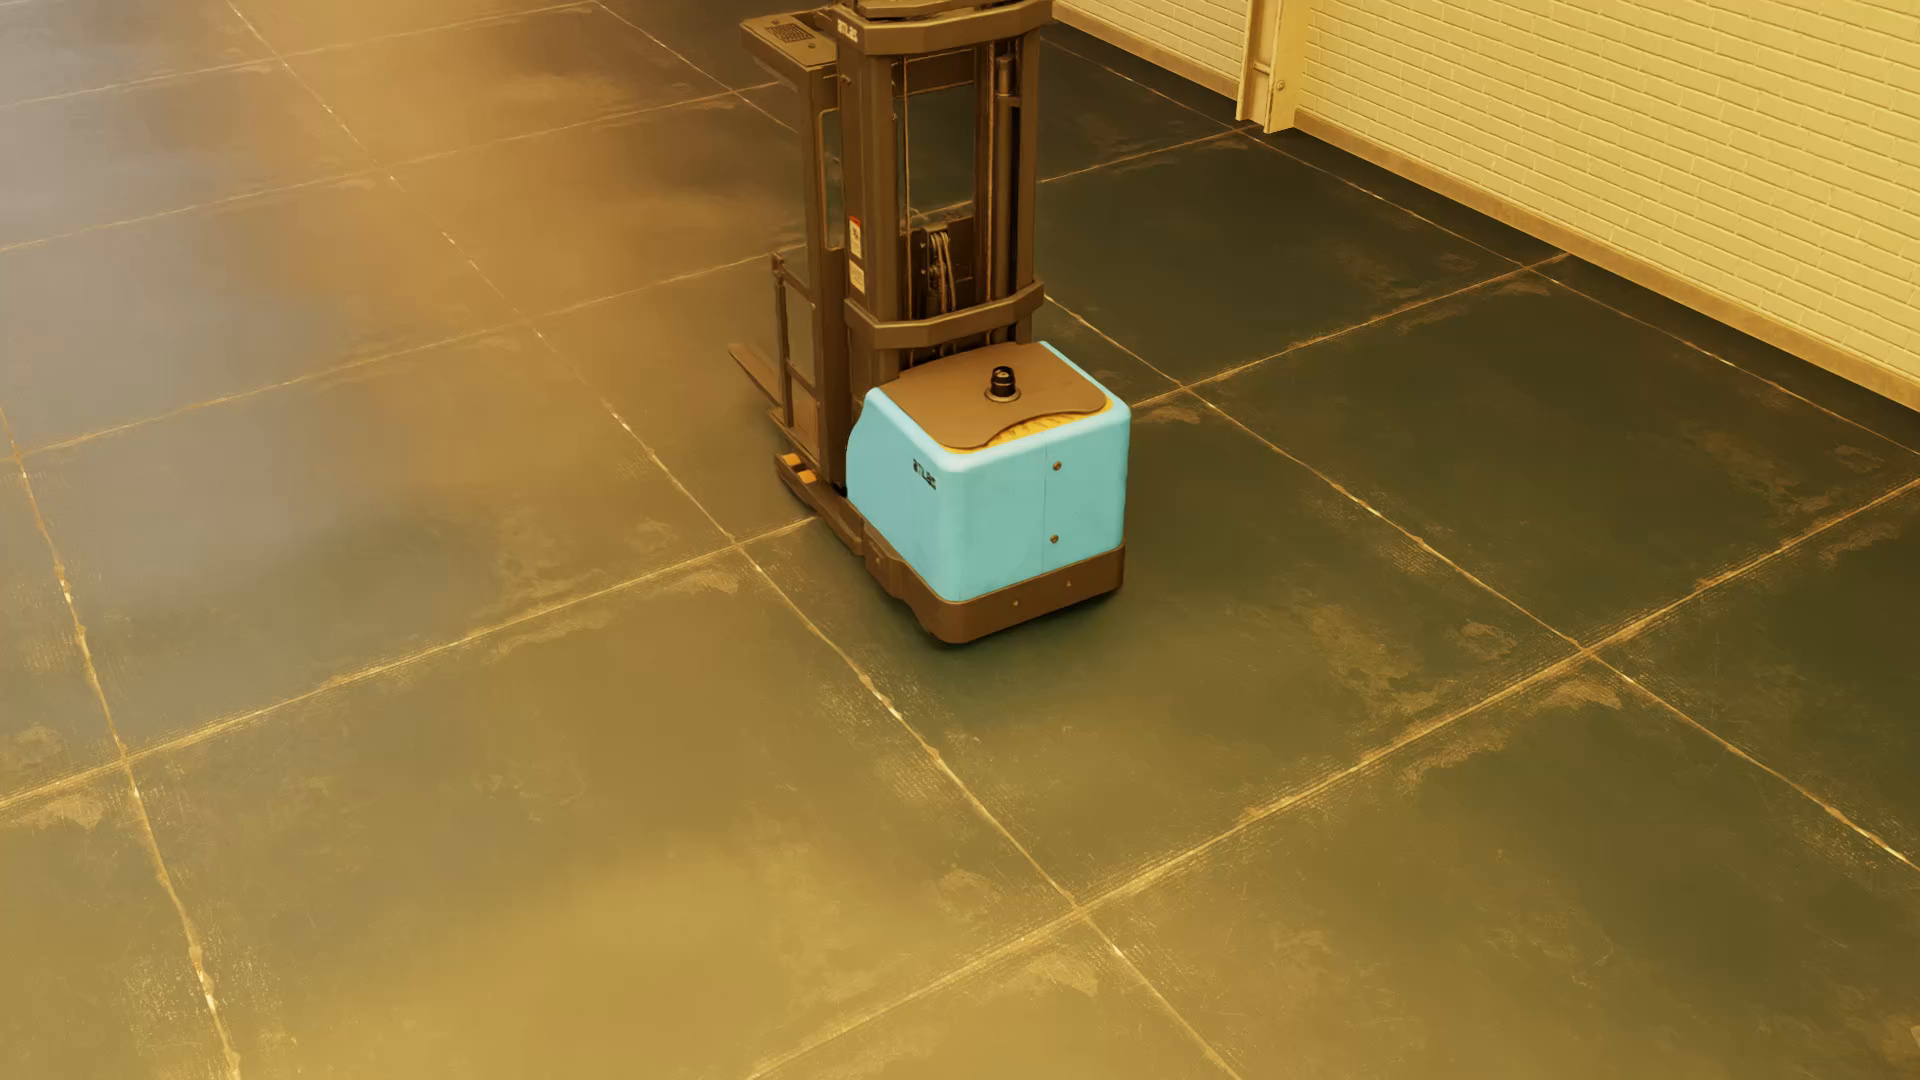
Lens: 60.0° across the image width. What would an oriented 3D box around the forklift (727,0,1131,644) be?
[{"bbox_3d":[-0.358,-1.531,8.326,1.130,2.935,3.031,-18,39,-24],"label":"forklift"}]
